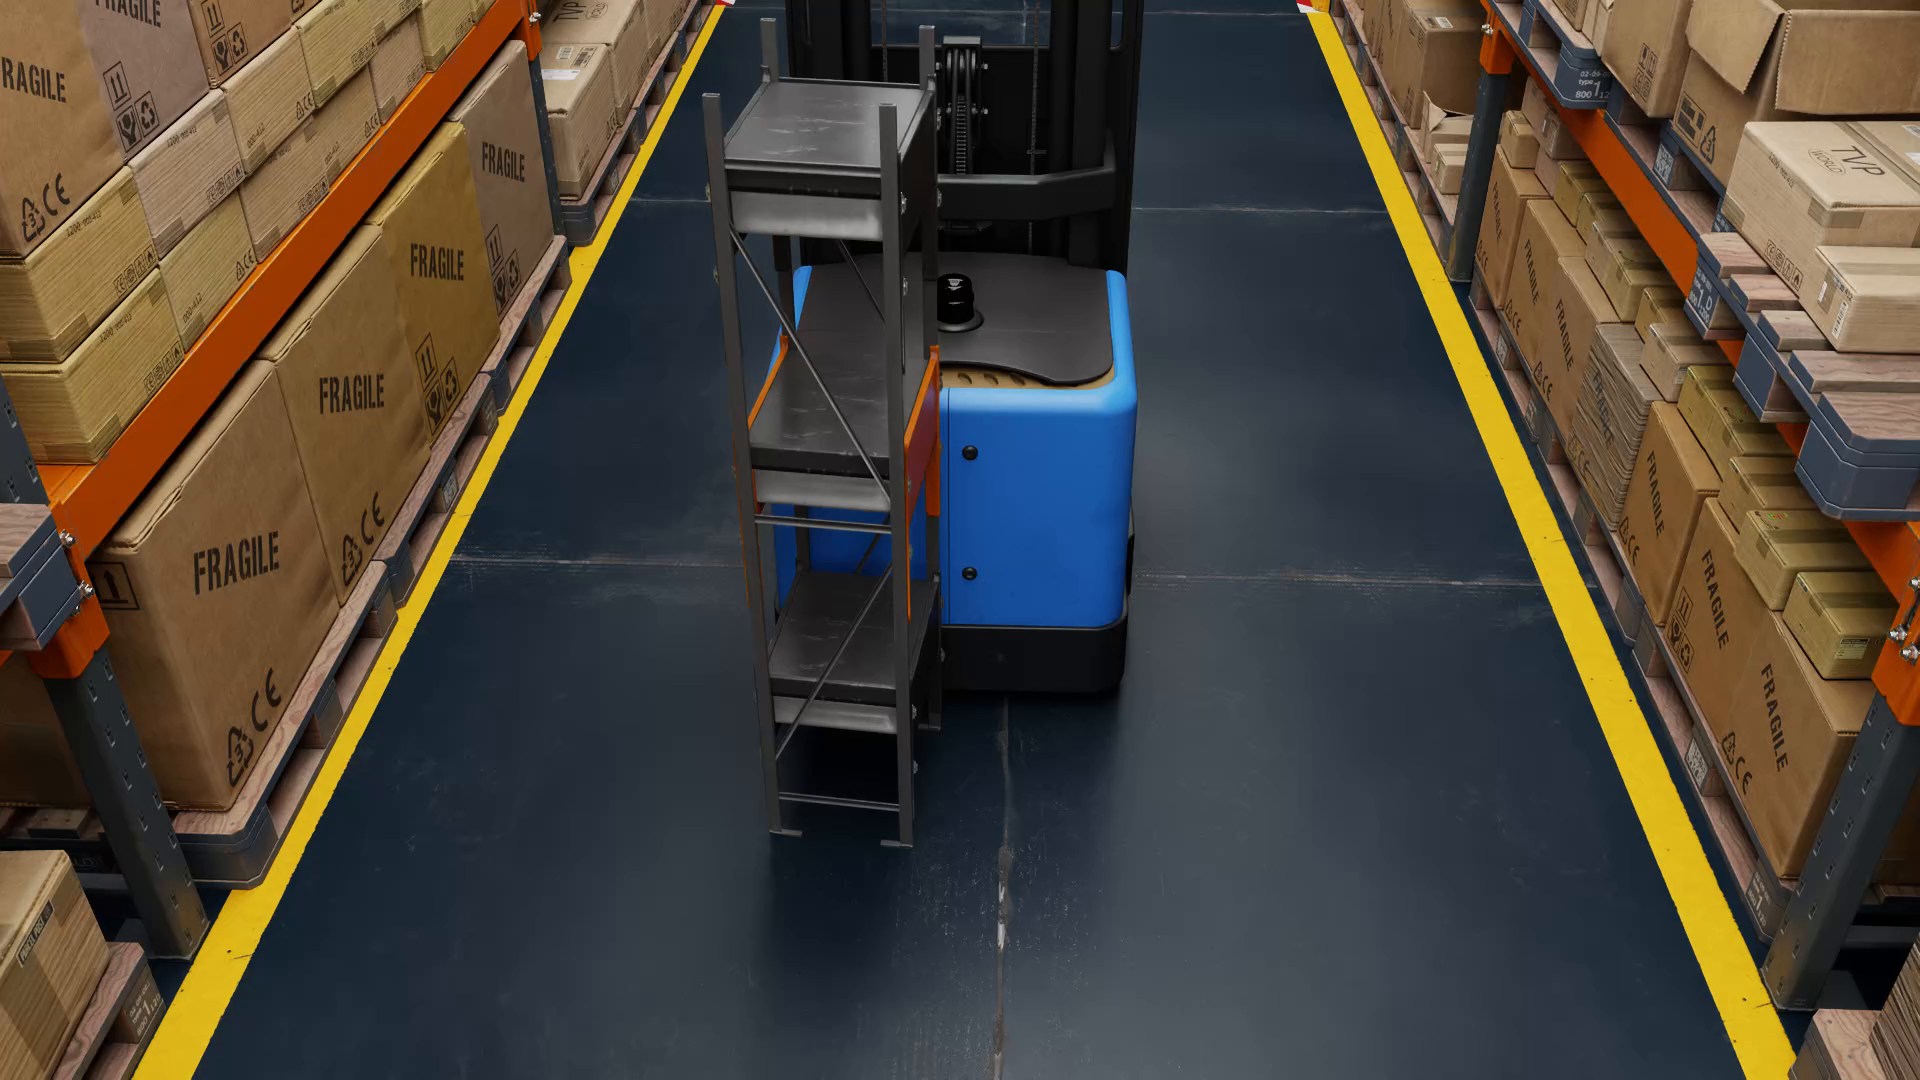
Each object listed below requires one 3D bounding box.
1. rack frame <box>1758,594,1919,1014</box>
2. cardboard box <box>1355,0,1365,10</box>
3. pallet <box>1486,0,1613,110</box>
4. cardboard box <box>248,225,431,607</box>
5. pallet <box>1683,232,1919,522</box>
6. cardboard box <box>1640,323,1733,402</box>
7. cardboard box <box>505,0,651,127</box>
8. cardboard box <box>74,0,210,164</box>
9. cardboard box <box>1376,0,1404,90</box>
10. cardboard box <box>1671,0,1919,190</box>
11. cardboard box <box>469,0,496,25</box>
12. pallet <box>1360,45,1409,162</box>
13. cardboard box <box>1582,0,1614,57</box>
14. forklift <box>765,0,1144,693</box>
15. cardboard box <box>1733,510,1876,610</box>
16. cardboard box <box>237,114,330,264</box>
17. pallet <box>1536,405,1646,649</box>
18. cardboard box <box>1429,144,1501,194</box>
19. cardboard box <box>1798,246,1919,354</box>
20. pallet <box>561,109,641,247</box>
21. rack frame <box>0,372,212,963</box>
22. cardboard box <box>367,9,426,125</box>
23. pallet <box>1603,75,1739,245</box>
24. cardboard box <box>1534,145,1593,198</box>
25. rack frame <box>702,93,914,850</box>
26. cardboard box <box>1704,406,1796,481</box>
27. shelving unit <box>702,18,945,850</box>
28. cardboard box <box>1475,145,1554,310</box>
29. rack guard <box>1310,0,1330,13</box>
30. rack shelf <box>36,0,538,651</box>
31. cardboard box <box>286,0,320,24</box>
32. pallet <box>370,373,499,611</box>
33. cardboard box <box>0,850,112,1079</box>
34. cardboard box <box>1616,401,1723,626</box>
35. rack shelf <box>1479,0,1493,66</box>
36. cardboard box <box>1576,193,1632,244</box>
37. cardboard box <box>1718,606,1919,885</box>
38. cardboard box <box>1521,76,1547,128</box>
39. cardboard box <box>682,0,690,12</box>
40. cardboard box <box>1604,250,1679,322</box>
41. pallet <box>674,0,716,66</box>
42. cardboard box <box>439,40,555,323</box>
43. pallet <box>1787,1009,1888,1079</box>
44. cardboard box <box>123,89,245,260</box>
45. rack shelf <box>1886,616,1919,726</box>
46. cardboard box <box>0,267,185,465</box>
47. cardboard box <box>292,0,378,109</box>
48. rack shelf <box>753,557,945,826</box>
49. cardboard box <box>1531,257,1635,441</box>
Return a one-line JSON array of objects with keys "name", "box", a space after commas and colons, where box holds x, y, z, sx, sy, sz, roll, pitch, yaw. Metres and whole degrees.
[{"name": "rack frame", "box": [2.512, -0.088, 3.266, 1.000, 3.000, 0.127, 1, 35, 2]}, {"name": "cardboard box", "box": [2.714, -3.485, 9.907, 0.797, 0.503, 0.637, 0, 35, 0]}, {"name": "pallet", "box": [2.531, -1.851, 5.942, 1.003, 0.211, 1.213, 1, 35, 2]}, {"name": "cardboard box", "box": [-2.297, -0.410, 5.208, 0.875, 0.875, 0.875, 2, 35, 2]}, {"name": "pallet", "box": [2.469, -0.401, 3.878, 1.213, 0.211, 1.003, 1, 35, 2]}, {"name": "cardboard box", "box": [2.360, -0.553, 5.173, 0.380, 0.149, 0.250, 0, 35, 0]}, {"name": "cardboard box", "box": [-2.119, -2.495, 8.554, 0.875, 0.438, 0.875, 0, 35, 0]}, {"name": "cardboard box", "box": [-2.174, -1.213, 3.911, 0.500, 0.500, 0.500, 1, 35, 2]}, {"name": "cardboard box", "box": [2.520, -2.692, 8.781, 0.500, 0.500, 0.500, 2, 35, 3]}, {"name": "cardboard box", "box": [2.393, -1.244, 4.457, 0.797, 0.503, 0.637, 1, 35, 1]}, {"name": "cardboard box", "box": [-2.053, -2.174, 6.365, 0.500, 0.250, 0.500, 1, 35, 1]}, {"name": "pallet", "box": [2.747, -2.342, 8.900, 1.003, 0.211, 1.213, 1, 35, 2]}, {"name": "cardboard box", "box": [2.233, -1.714, 5.331, 0.396, 0.266, 0.258, 3, 35, 4]}, {"name": "forklift", "box": [0.022, -1.561, 5.422, 1.130, 2.935, 3.031, 1, 35, 2]}, {"name": "cardboard box", "box": [2.259, 0.050, 4.314, 0.380, 0.149, 0.250, 0, 35, -1]}, {"name": "cardboard box", "box": [-2.147, -1.011, 4.711, 0.500, 0.250, 0.500, 2, 35, 3]}, {"name": "pallet", "box": [2.631, -0.074, 5.672, 1.003, 0.211, 1.213, 1, 35, 2]}, {"name": "cardboard box", "box": [2.402, -1.718, 7.701, 0.380, 0.149, 0.250, 0, 35, 0]}, {"name": "cardboard box", "box": [2.155, -0.543, 3.768, 0.380, 0.149, 0.250, 2, 35, 3]}, {"name": "pallet", "box": [-2.179, -1.793, 8.117, 1.003, 0.211, 1.213, 1, 35, 2]}, {"name": "rack frame", "box": [-2.448, -0.200, 3.427, 1.000, 3.000, 0.127, 1, 35, 2]}, {"name": "cardboard box", "box": [-2.114, -1.592, 5.537, 0.500, 0.250, 0.500, 0, 35, 1]}, {"name": "pallet", "box": [2.585, -1.127, 4.912, 1.003, 0.211, 1.213, 1, 35, 2]}, {"name": "cardboard box", "box": [2.458, -1.440, 6.435, 0.380, 0.149, 0.250, 0, 35, 1]}, {"name": "rack frame", "box": [-0.326, -0.033, 3.971, 0.400, 2.100, 0.015, 5, 35, 7]}, {"name": "cardboard box", "box": [2.369, -0.251, 4.742, 0.380, 0.149, 0.250, 2, 35, 3]}, {"name": "shelving unit", "box": [-0.291, -0.172, 4.169, 0.431, 2.100, 0.503, 5, 35, 7]}, {"name": "cardboard box", "box": [2.428, -1.263, 6.746, 0.500, 0.500, 0.500, 3, 35, 4]}, {"name": "rack guard", "box": [2.830, -3.618, 10.463, 1.175, 0.500, 0.348, 1, 35, 2]}, {"name": "rack shelf", "box": [-2.368, -1.055, 5.268, 1.077, 0.370, 4.000, 1, 35, 2]}, {"name": "cardboard box", "box": [-2.114, -1.800, 4.746, 0.500, 0.500, 0.500, 2, 35, 3]}, {"name": "pallet", "box": [-2.289, -0.210, 5.865, 1.003, 0.211, 1.213, 1, 35, 2]}, {"name": "cardboard box", "box": [-2.481, 1.027, 3.600, 0.950, 0.372, 0.625, -1, 35, -1]}, {"name": "cardboard box", "box": [2.363, -0.073, 5.054, 0.500, 0.500, 0.500, 3, 35, 4]}, {"name": "rack shelf", "box": [2.753, -3.241, 8.378, 1.077, 0.370, 4.000, 1, 35, 2]}, {"name": "cardboard box", "box": [2.462, -1.134, 6.000, 0.380, 0.149, 0.250, 1, 35, 1]}, {"name": "cardboard box", "box": [2.314, 0.515, 4.217, 0.500, 0.500, 0.500, 2, 35, 3]}, {"name": "cardboard box", "box": [2.453, -1.721, 6.576, 0.380, 0.149, 0.250, 1, 35, 1]}, {"name": "cardboard box", "box": [-2.053, -3.539, 10.040, 0.875, 0.438, 0.875, 0, 35, 0]}, {"name": "cardboard box", "box": [2.402, -0.849, 5.594, 0.380, 0.149, 0.250, 3, 35, 4]}, {"name": "pallet", "box": [-2.081, -3.195, 10.112, 1.003, 0.211, 1.213, 1, 35, 2]}, {"name": "cardboard box", "box": [-2.232, -1.443, 6.677, 0.875, 0.875, 0.875, 2, 35, 3]}, {"name": "pallet", "box": [2.440, 1.525, 3.397, 1.003, 0.211, 1.213, 1, 35, 2]}, {"name": "cardboard box", "box": [-2.159, -0.926, 4.155, 0.500, 0.250, 0.500, 2, 35, 3]}, {"name": "rack shelf", "box": [2.432, 1.355, 1.838, 1.077, 0.370, 4.000, 1, 35, 2]}, {"name": "cardboard box", "box": [-2.177, -0.414, 3.861, 0.500, 0.250, 0.500, 1, 35, 1]}, {"name": "cardboard box", "box": [-2.093, -1.503, 4.976, 0.500, 0.250, 0.500, 2, 35, 3]}, {"name": "rack shelf", "box": [-0.291, 0.412, 4.579, 0.431, 0.518, 0.480, 5, 35, 7]}, {"name": "cardboard box", "box": [2.392, -0.670, 5.903, 0.500, 0.500, 0.500, 0, 35, 0]}]
